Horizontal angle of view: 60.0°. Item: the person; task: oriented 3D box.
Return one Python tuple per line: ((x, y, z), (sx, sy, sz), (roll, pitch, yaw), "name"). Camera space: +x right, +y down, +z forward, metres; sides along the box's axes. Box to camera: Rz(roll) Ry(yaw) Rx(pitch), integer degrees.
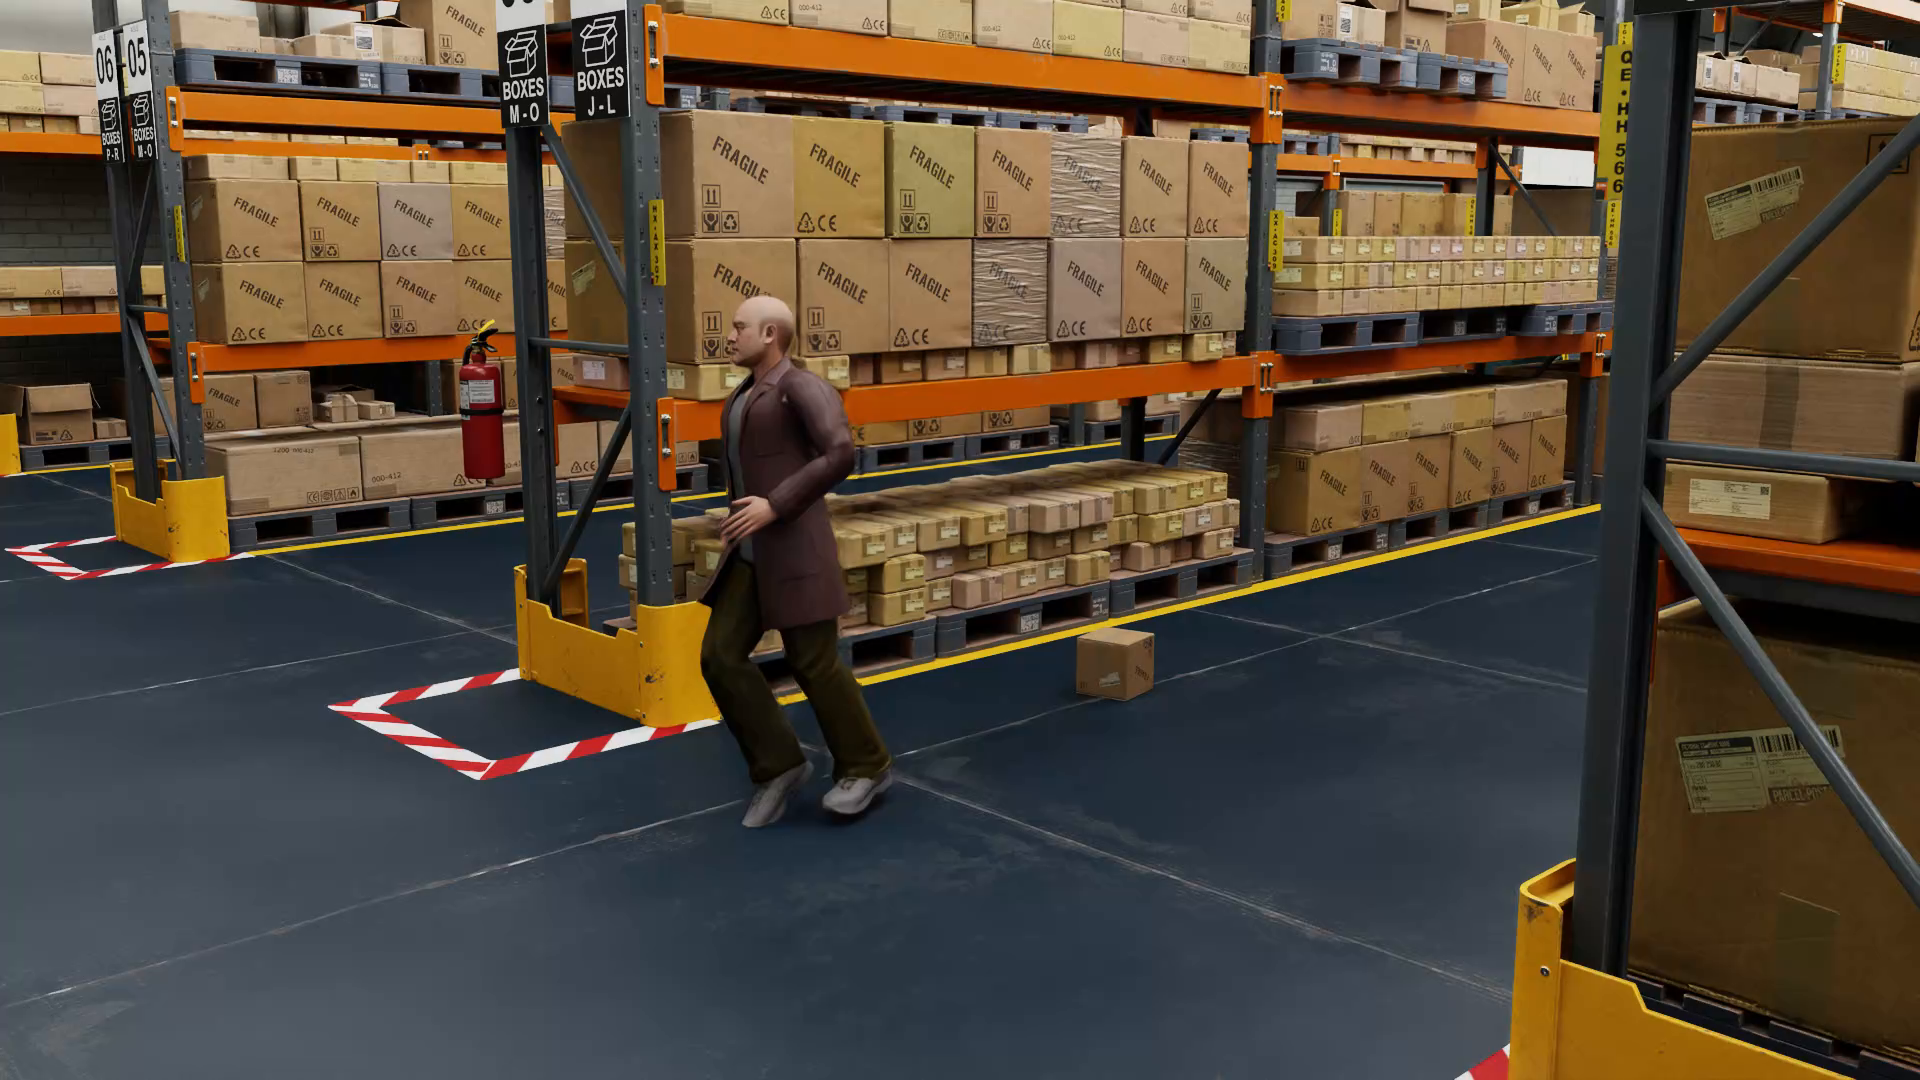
((-0.618, 0.074, 5.746), (0.611, 1.813, 0.790), (-7, 13, -34), "person")
